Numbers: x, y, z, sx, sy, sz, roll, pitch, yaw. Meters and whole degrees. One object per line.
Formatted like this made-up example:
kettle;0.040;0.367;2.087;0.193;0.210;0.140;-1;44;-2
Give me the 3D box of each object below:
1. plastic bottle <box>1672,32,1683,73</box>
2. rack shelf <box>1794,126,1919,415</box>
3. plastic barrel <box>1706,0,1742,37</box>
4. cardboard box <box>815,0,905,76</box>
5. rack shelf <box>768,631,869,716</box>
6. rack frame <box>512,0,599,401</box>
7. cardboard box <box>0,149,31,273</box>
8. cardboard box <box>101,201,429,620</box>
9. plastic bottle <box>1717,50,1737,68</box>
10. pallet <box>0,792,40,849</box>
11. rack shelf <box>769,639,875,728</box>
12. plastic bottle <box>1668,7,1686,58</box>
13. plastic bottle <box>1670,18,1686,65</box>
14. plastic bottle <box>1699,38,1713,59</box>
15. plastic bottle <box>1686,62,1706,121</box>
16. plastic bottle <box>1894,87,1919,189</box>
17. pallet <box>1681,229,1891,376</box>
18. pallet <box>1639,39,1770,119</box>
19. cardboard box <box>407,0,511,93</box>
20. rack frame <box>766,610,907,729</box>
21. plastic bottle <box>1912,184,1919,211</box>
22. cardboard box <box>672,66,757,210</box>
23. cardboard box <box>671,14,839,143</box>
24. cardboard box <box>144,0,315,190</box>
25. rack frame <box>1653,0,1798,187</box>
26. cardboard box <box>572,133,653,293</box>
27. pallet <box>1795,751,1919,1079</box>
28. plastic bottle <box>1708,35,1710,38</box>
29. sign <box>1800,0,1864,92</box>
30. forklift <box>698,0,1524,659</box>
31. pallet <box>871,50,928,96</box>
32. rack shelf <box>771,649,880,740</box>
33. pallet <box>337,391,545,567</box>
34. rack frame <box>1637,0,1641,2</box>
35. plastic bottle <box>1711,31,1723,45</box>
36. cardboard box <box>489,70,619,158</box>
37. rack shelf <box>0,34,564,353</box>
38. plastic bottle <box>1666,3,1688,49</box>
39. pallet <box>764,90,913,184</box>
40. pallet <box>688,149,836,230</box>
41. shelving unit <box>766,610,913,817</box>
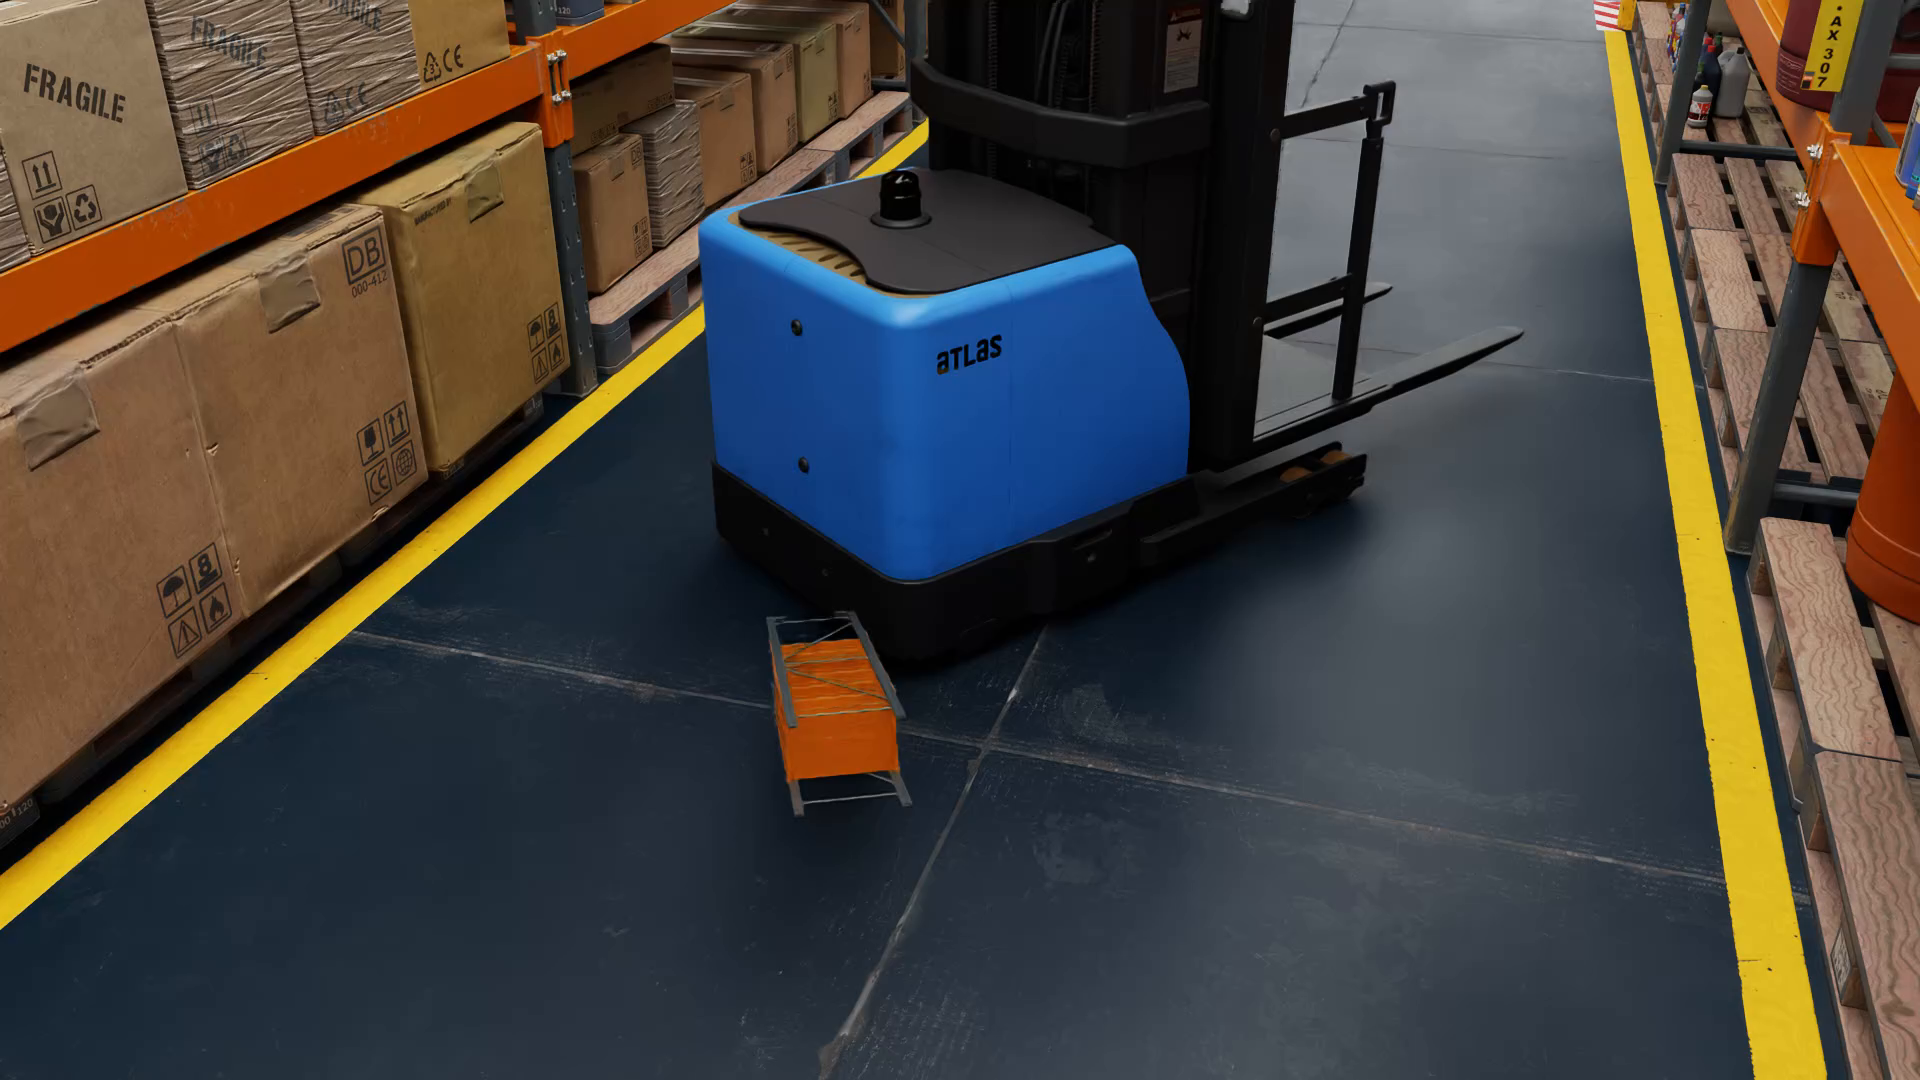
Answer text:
plastic bottle;4.203;-2.842;9.627;0.097;0.271;0.097;0;29;0
rack shelf;2.287;0.022;2.865;1.077;0.370;4.000;8;30;15
plastic barrel;4.955;-3.487;10.559;0.421;0.512;0.421;0;29;0
cardboard box;-0.531;-3.059;9.803;0.500;0.500;0.500;8;30;13
rack shelf;-0.354;0.336;4.222;0.258;0.180;0.103;-5;9;-8
rack frame;-1.860;-1.929;5.632;1.000;3.000;0.127;8;30;15
cardboard box;-2.367;-0.758;3.424;0.500;0.500;0.500;8;30;14
cardboard box;-2.352;-0.453;4.732;1.225;0.875;0.875;9;30;15
plastic bottle;4.167;-2.503;9.013;0.152;0.276;0.135;8;30;15
pallet;-2.880;0.779;3.632;1.003;0.211;1.213;8;30;15
rack shelf;-0.336;0.353;4.105;0.258;0.180;0.103;-5;9;-8
plastic bottle;4.309;-3.044;9.979;0.061;0.283;0.133;9;30;16
plastic bottle;4.262;-2.936;9.796;0.097;0.271;0.097;0;29;0
plastic bottle;4.018;-2.545;9.012;0.144;0.351;0.185;7;30;12
plastic bottle;3.874;-2.357;8.743;0.061;0.283;0.133;10;31;17
plastic bottle;2.438;-1.013;4.113;0.152;0.276;0.135;8;30;15
pallet;3.499;-0.923;6.692;1.003;0.211;1.213;8;30;15
pallet;4.642;-2.737;9.954;1.003;0.211;1.213;8;30;15
cardboard box;-1.768;-1.708;5.132;0.500;0.500;0.500;9;30;16
rack frame;-0.316;0.285;3.931;0.240;0.006;1.200;-5;9;-8
plastic bottle;2.350;-0.885;3.960;0.097;0.201;0.097;0;29;0
cardboard box;-1.373;-1.867;7.639;0.700;0.500;0.500;11;31;19
cardboard box;-1.045;-2.386;8.573;0.700;0.500;0.500;8;30;15
cardboard box;-2.070;-1.235;4.282;0.500;0.500;0.500;8;30;13
rack frame;4.048;-3.081;7.703;1.000;3.000;0.127;8;30;15
cardboard box;-1.683;-1.343;6.697;0.700;0.500;0.500;7;30;12
pallet;2.323;0.934;3.354;1.003;0.211;1.213;8;30;15
plastic bottle;4.165;-2.738;9.435;0.152;0.276;0.135;9;30;16
sign;2.346;-1.369;4.457;0.100;0.325;0.005;8;30;15
forklift;0.710;-1.530;4.986;3.031;2.935;1.130;-21;35;-33
pallet;-0.523;-2.886;10.221;1.003;0.211;1.213;8;30;15
rack shelf;-0.317;0.369;3.987;0.258;0.180;0.103;-5;9;-8
pallet;-2.164;-0.355;5.670;1.003;0.211;1.213;8;30;15
rack frame;5.223;-4.940;11.044;1.000;3.000;0.127;8;30;15
plastic bottle;4.267;-2.726;9.406;0.061;0.283;0.133;8;30;15
cardboard box;-1.692;-1.672;6.518;0.500;0.250;0.500;10;31;17
rack shelf;-2.448;-0.685;4.136;1.077;0.370;4.000;8;30;15
plastic bottle;4.392;-3.142;10.166;0.097;0.271;0.097;0;29;0
pallet;-0.913;-2.207;9.000;1.003;0.211;1.213;8;30;15
pallet;-1.270;-1.638;7.978;1.003;0.211;1.213;8;30;15
shelving unit;-0.311;0.375;3.944;0.258;0.189;1.200;-5;9;-8
